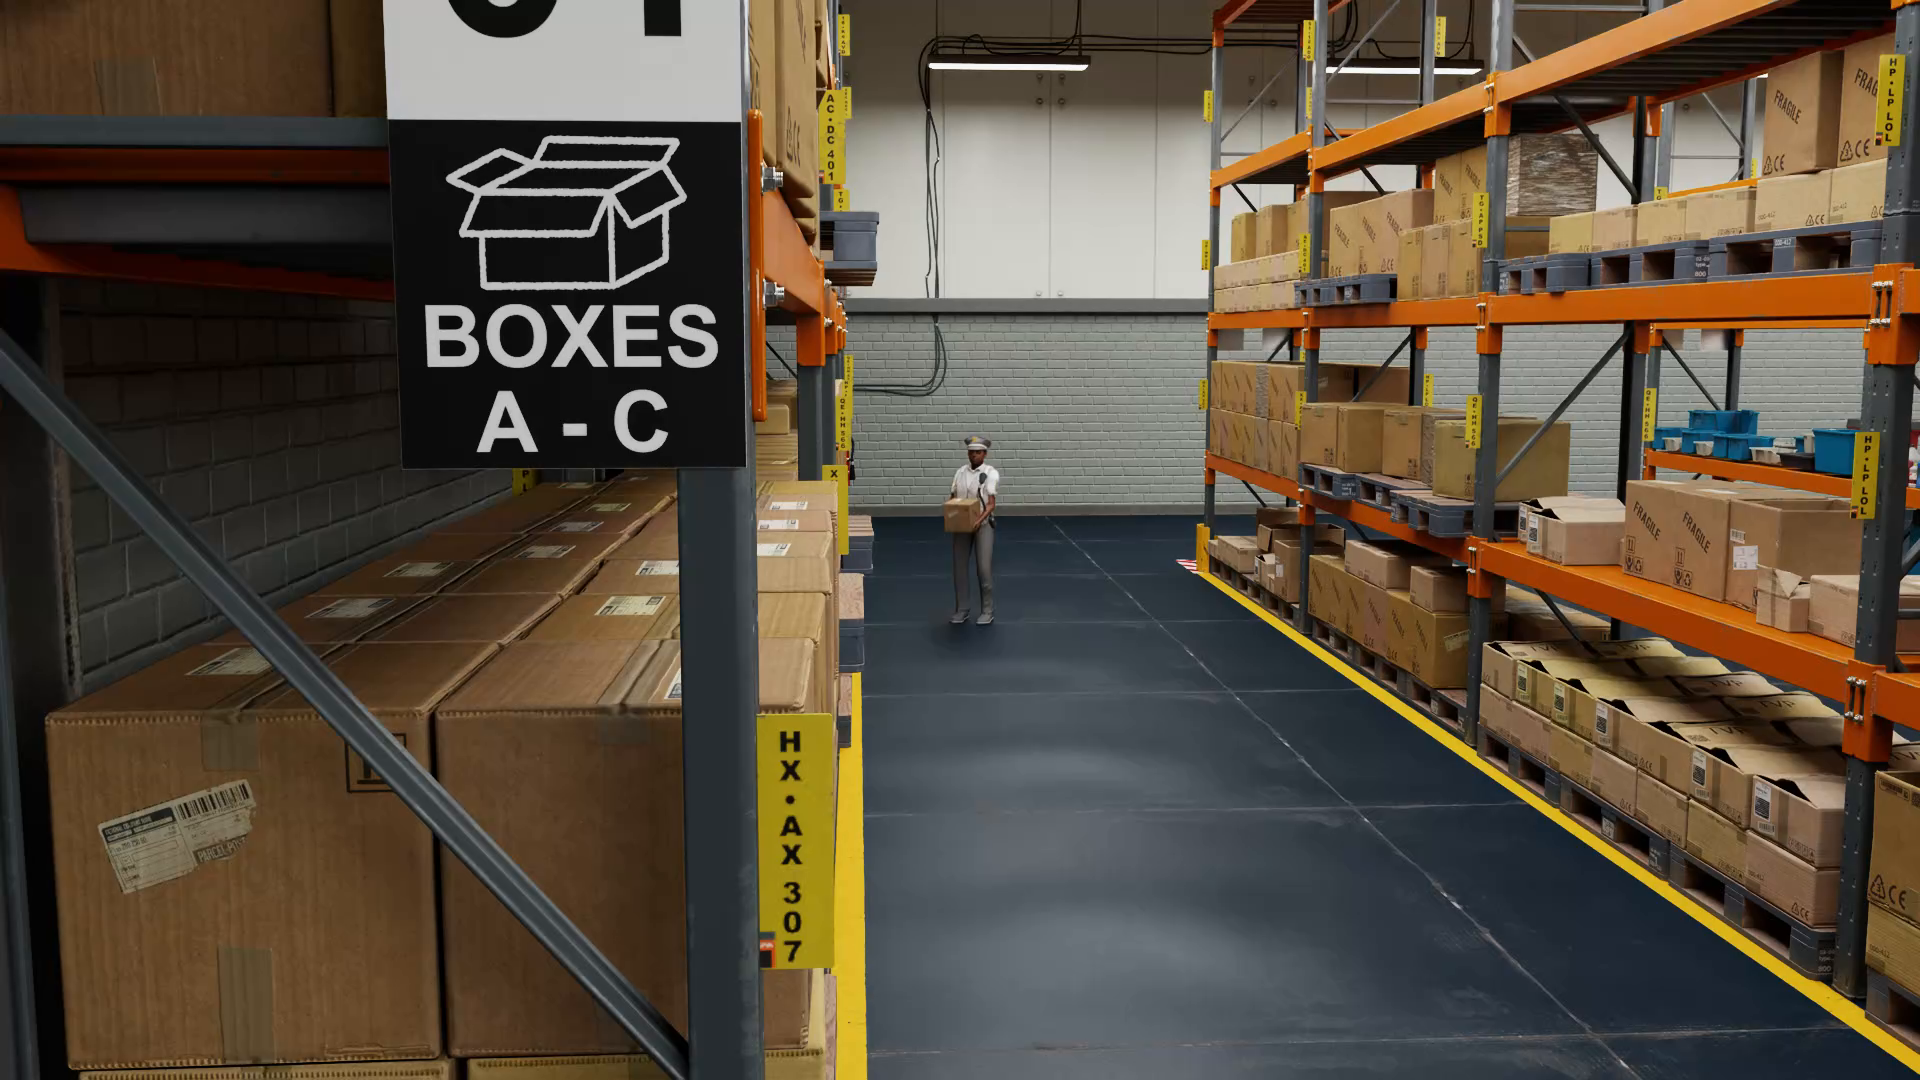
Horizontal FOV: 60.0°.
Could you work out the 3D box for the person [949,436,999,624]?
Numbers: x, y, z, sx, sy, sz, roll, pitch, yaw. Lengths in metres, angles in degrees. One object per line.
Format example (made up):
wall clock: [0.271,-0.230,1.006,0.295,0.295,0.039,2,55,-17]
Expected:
person: [0.091,-0.087,14.876,0.451,1.689,0.527,3,8,22]
